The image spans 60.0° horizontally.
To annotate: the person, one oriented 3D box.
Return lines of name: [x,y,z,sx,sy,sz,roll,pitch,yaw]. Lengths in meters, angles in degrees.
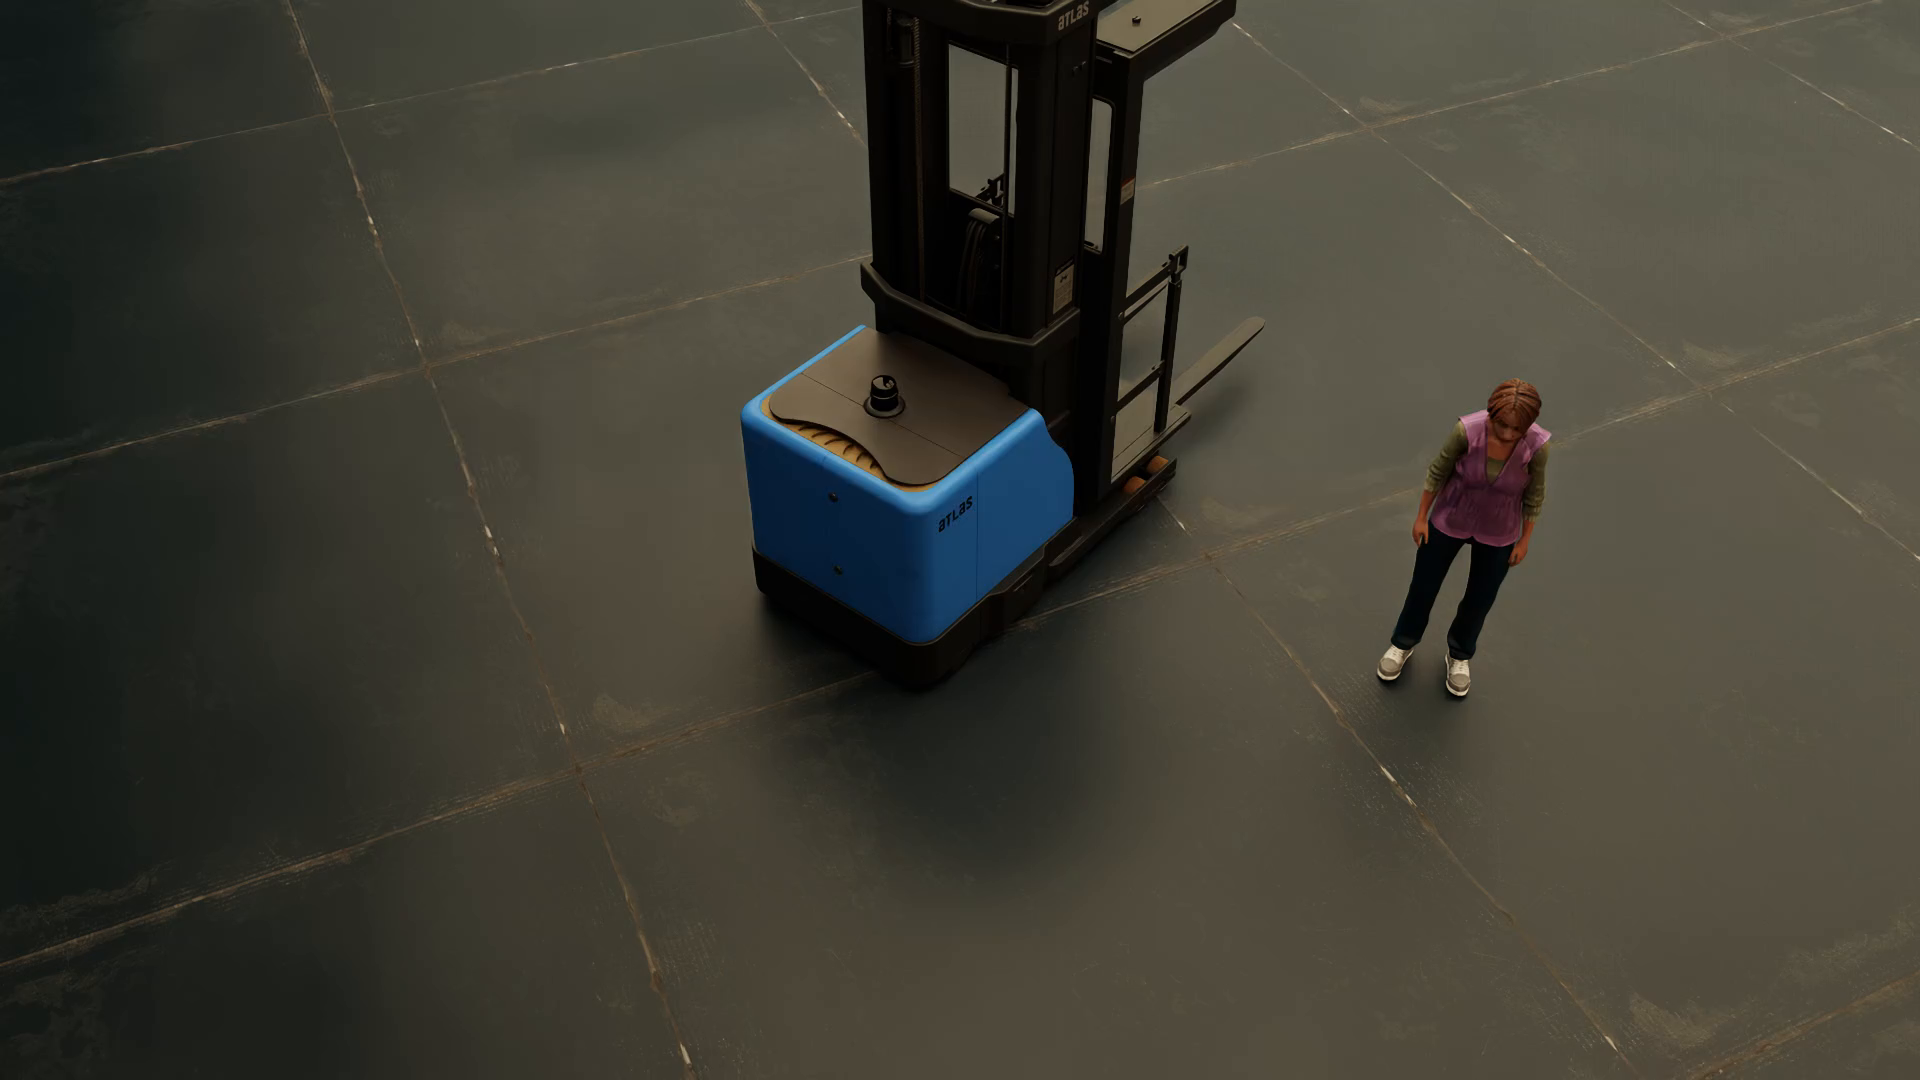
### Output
person: [2.063,-0.032,6.696,0.465,1.592,0.348,13,45,13]

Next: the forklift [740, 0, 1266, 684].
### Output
forklift: [0.395,-1.404,7.184,1.130,2.935,3.031,29,50,27]
